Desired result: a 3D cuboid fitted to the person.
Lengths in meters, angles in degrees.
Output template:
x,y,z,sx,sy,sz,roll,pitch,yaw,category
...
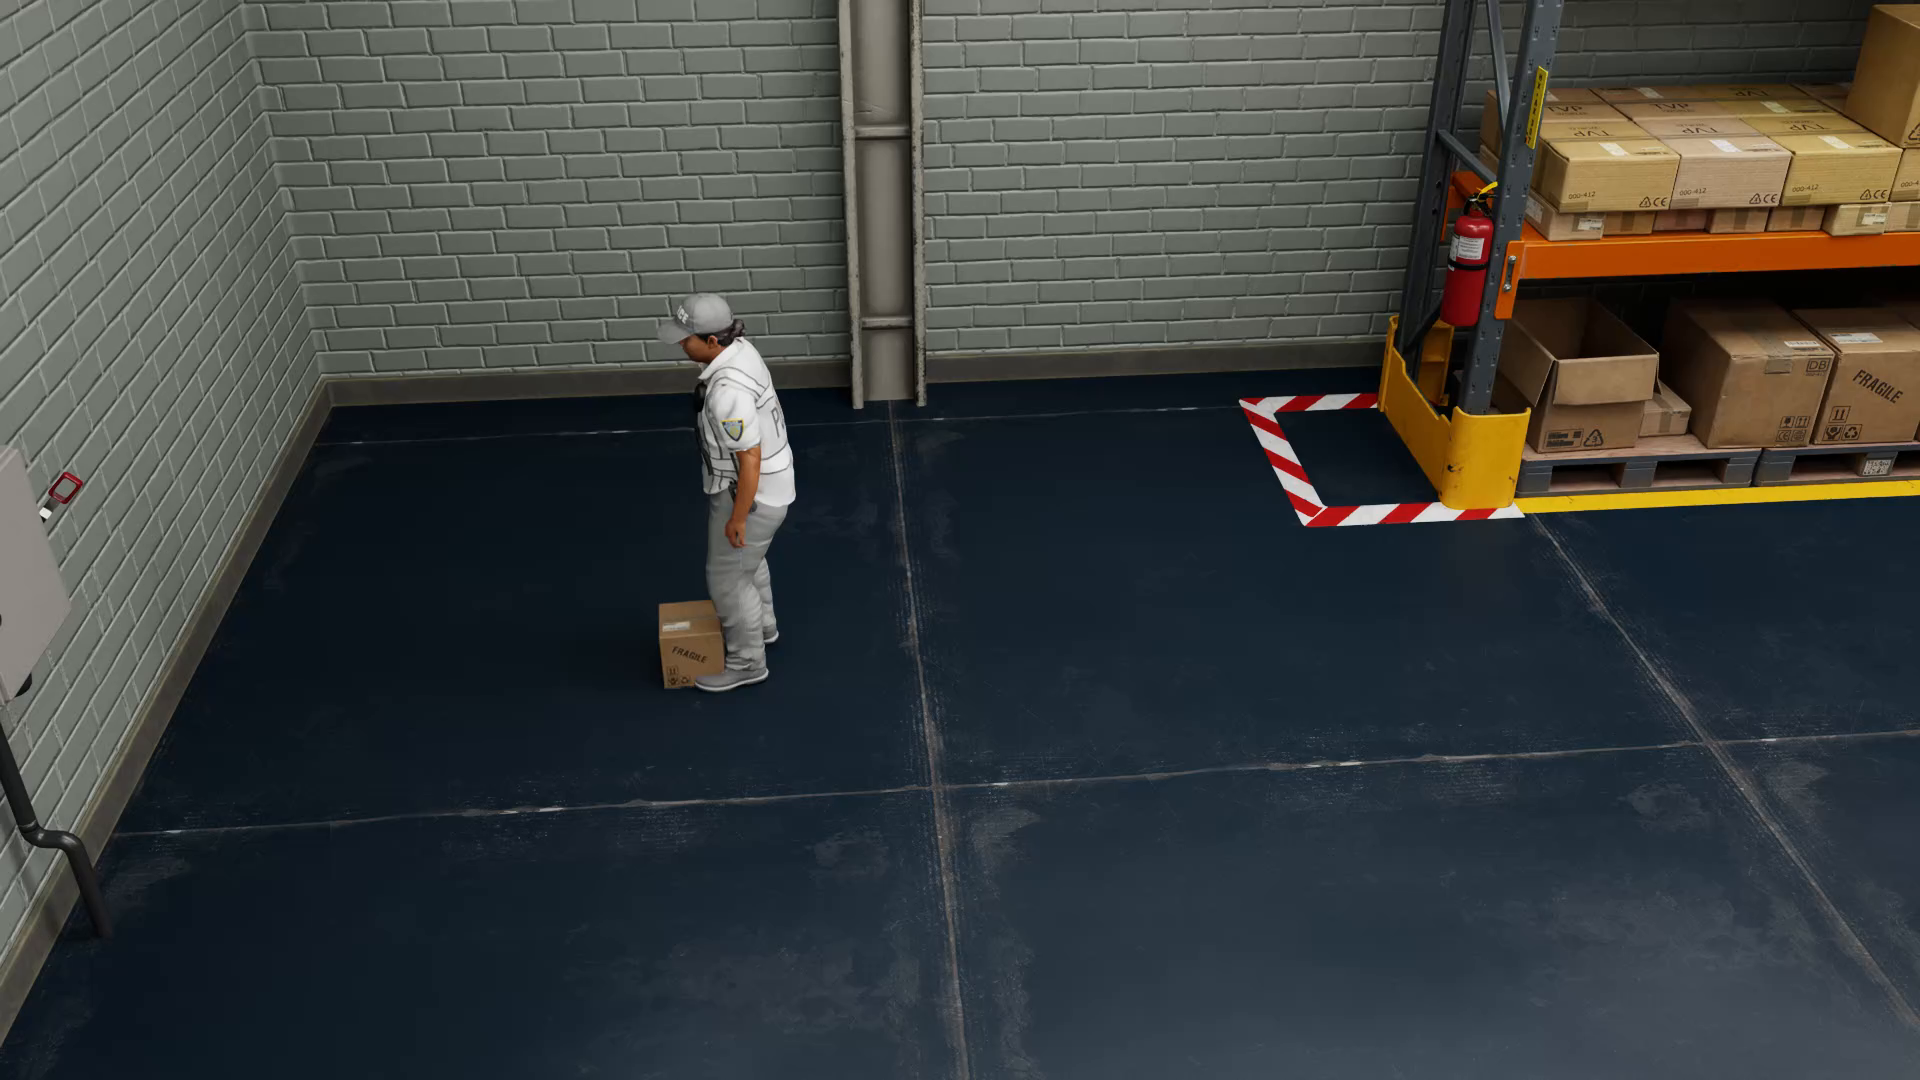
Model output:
x,y,z,sx,sy,sz,roll,pitch,yaw,category
-0.877,-0.196,6.451,0.469,1.664,0.550,-4,32,-7,person
